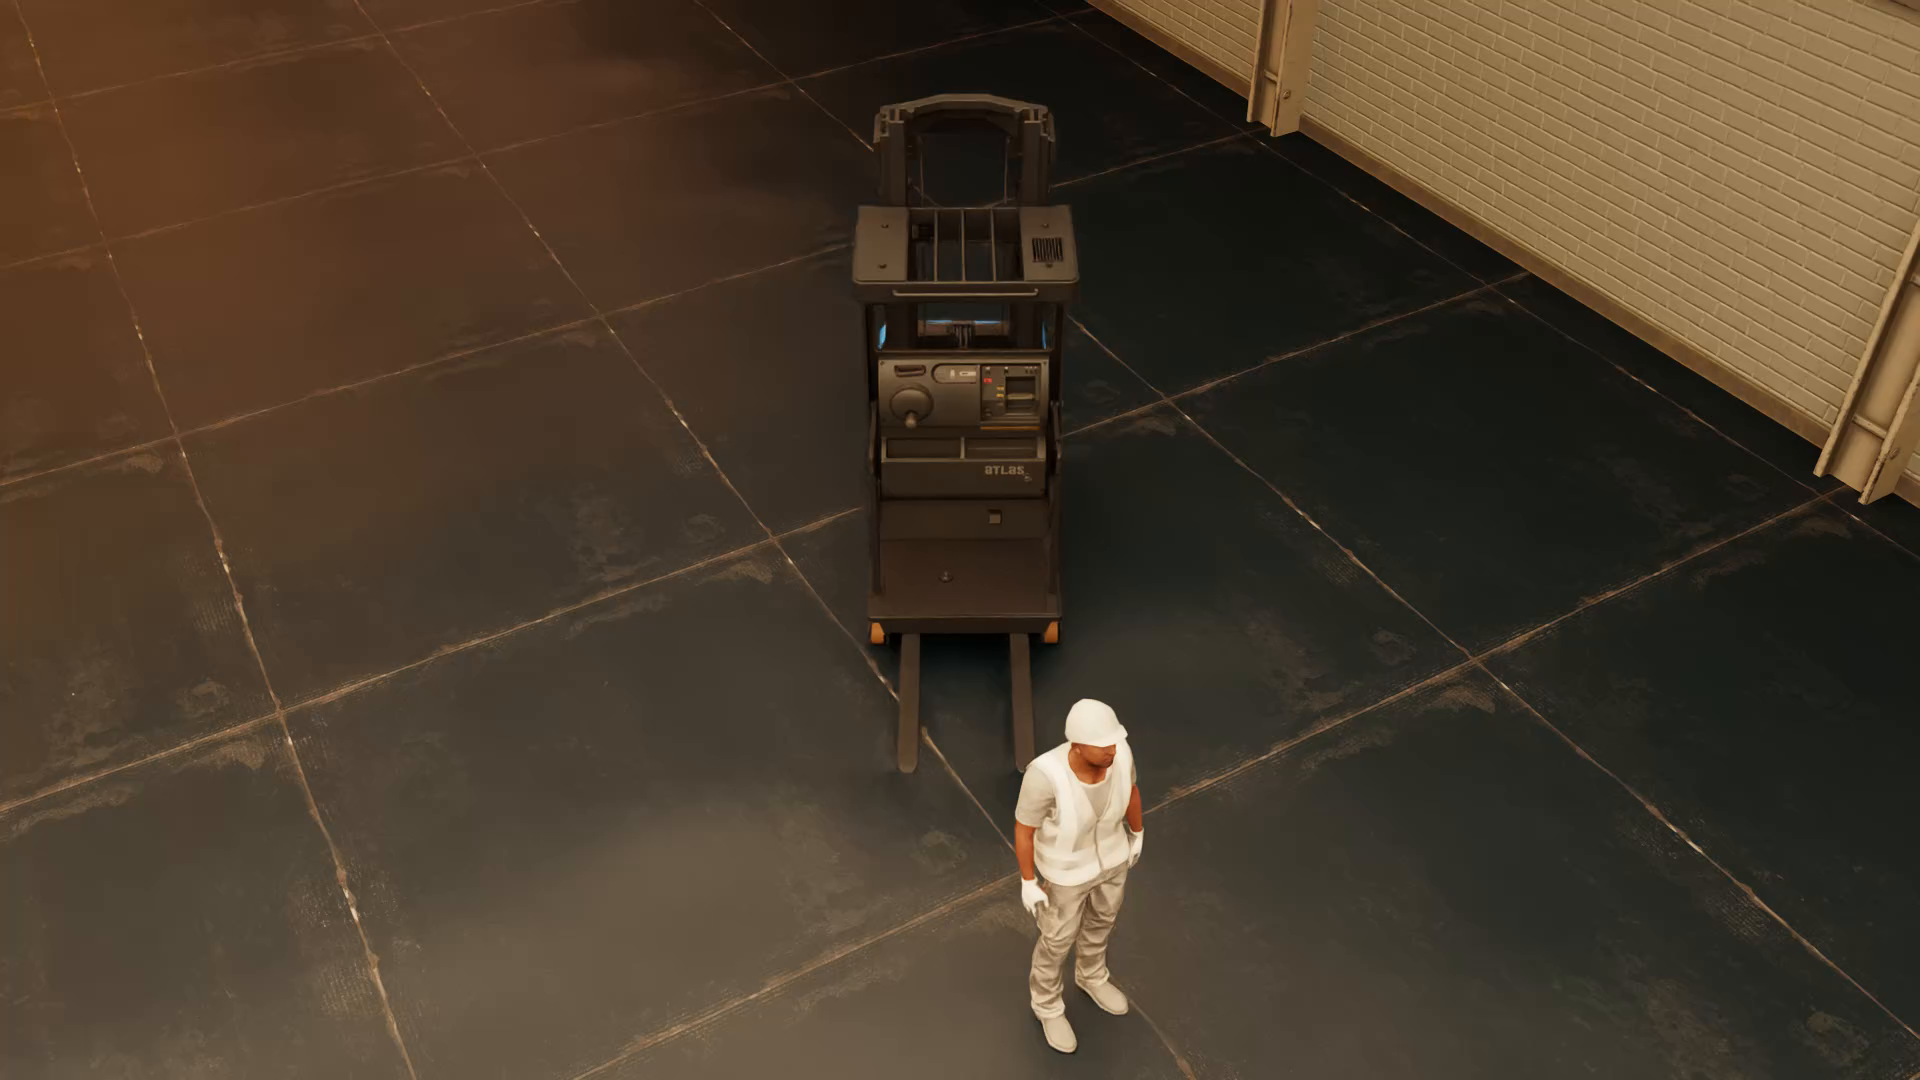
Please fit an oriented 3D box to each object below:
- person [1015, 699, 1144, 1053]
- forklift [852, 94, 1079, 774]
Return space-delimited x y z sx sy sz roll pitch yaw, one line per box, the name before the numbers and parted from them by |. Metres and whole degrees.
person | 0.558 1.432 7.213 0.651 1.788 0.525 -21 44 -24
forklift | 0.024 -0.727 8.913 1.130 2.935 3.031 0 40 0
